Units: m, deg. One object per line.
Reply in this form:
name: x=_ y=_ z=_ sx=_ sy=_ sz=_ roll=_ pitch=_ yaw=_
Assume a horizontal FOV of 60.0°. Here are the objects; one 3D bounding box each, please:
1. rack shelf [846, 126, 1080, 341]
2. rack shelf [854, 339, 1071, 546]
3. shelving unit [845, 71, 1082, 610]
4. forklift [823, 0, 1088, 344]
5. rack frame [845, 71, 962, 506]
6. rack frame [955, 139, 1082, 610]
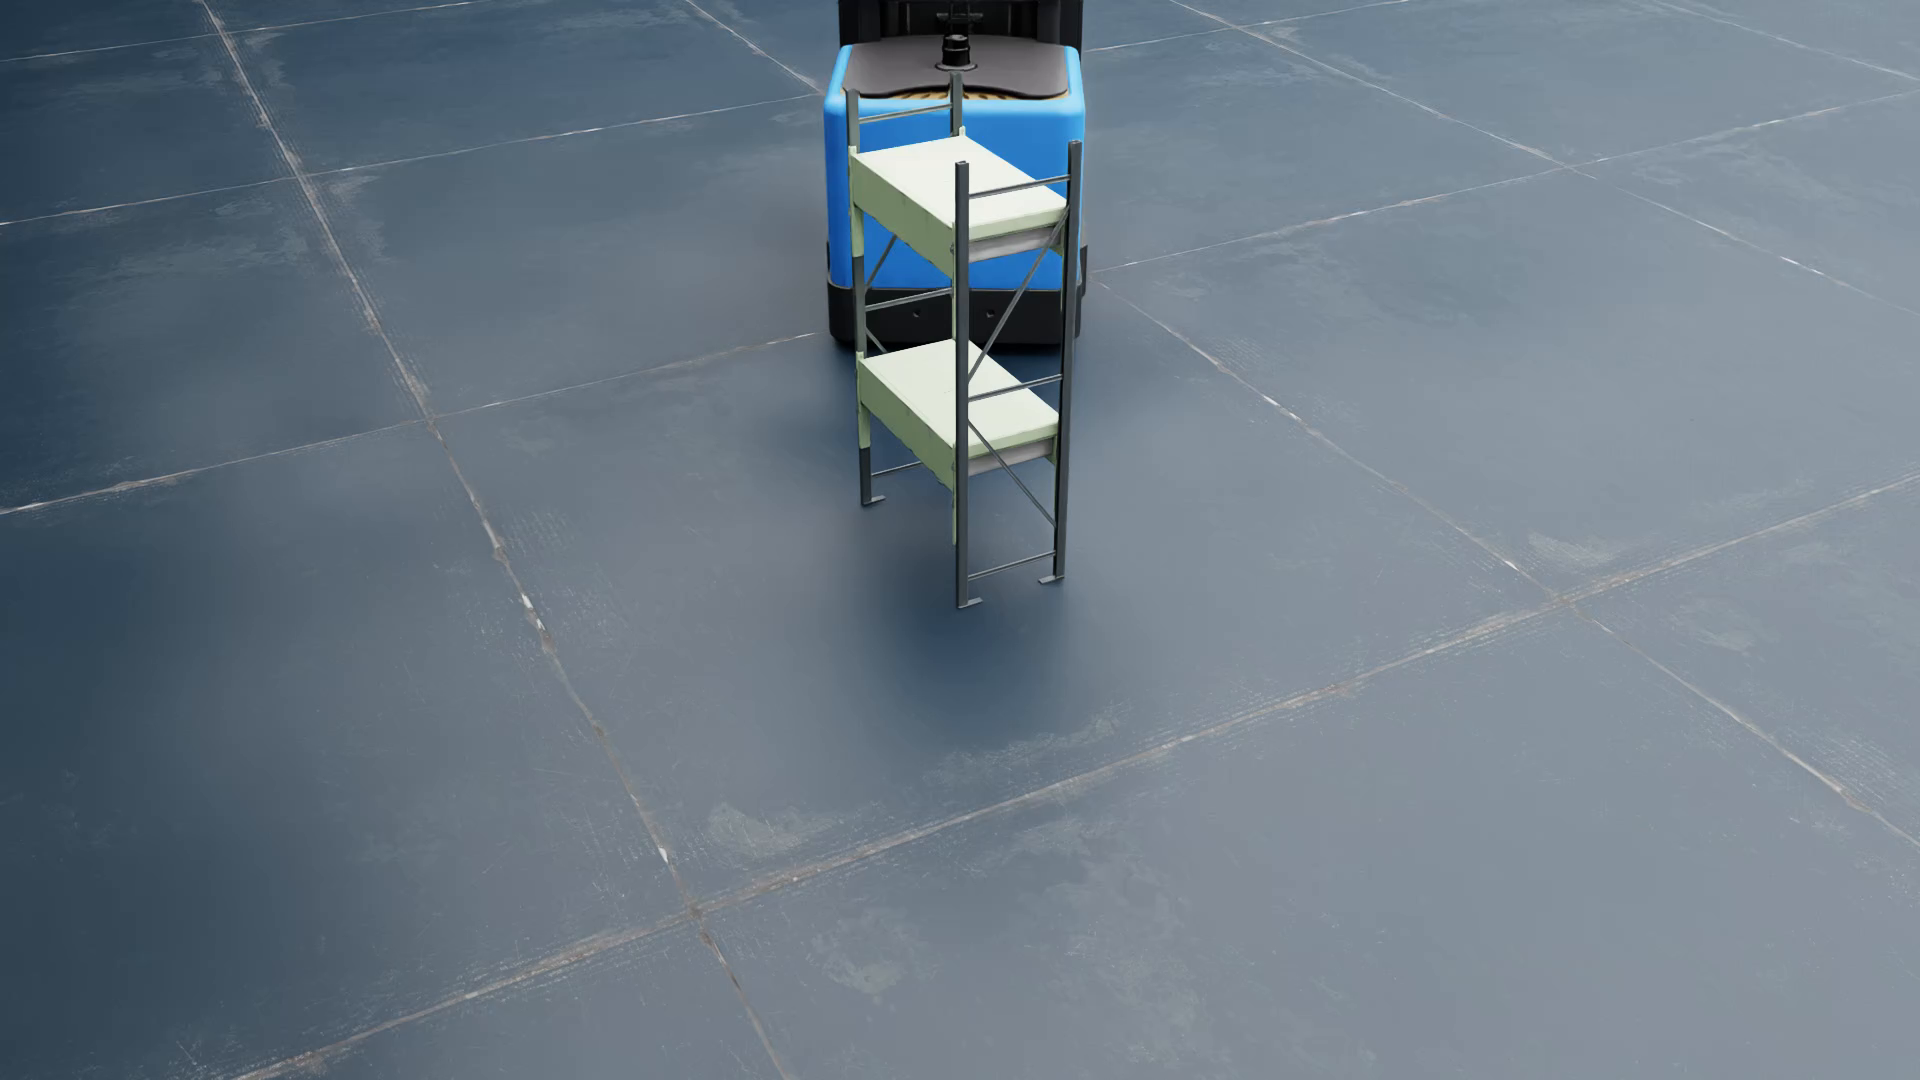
rack shelf: x=-0.003 y=-0.963 z=5.140 sx=0.431 sy=0.370 sz=0.720 roll=-16 pitch=36 yaw=-23
rack shelf: x=-0.003 y=-0.360 z=5.526 sx=0.431 sy=0.370 sz=0.720 roll=-16 pitch=36 yaw=-23
shelving unit: x=-0.003 y=-0.635 z=5.350 sx=0.431 sy=1.500 sz=0.755 roll=-16 pitch=36 yaw=-23
forklift: x=0.009 y=-2.806 z=7.413 sx=1.130 sy=2.935 sz=3.031 roll=1 pitch=33 yaw=1
rack frame: x=-0.174 y=-0.809 z=5.623 sx=0.400 sy=1.500 sz=0.023 roll=-16 pitch=36 yaw=-23
rack frame: x=0.168 y=-0.460 z=5.078 sx=0.400 sy=1.500 sz=0.023 roll=-16 pitch=36 yaw=-23
